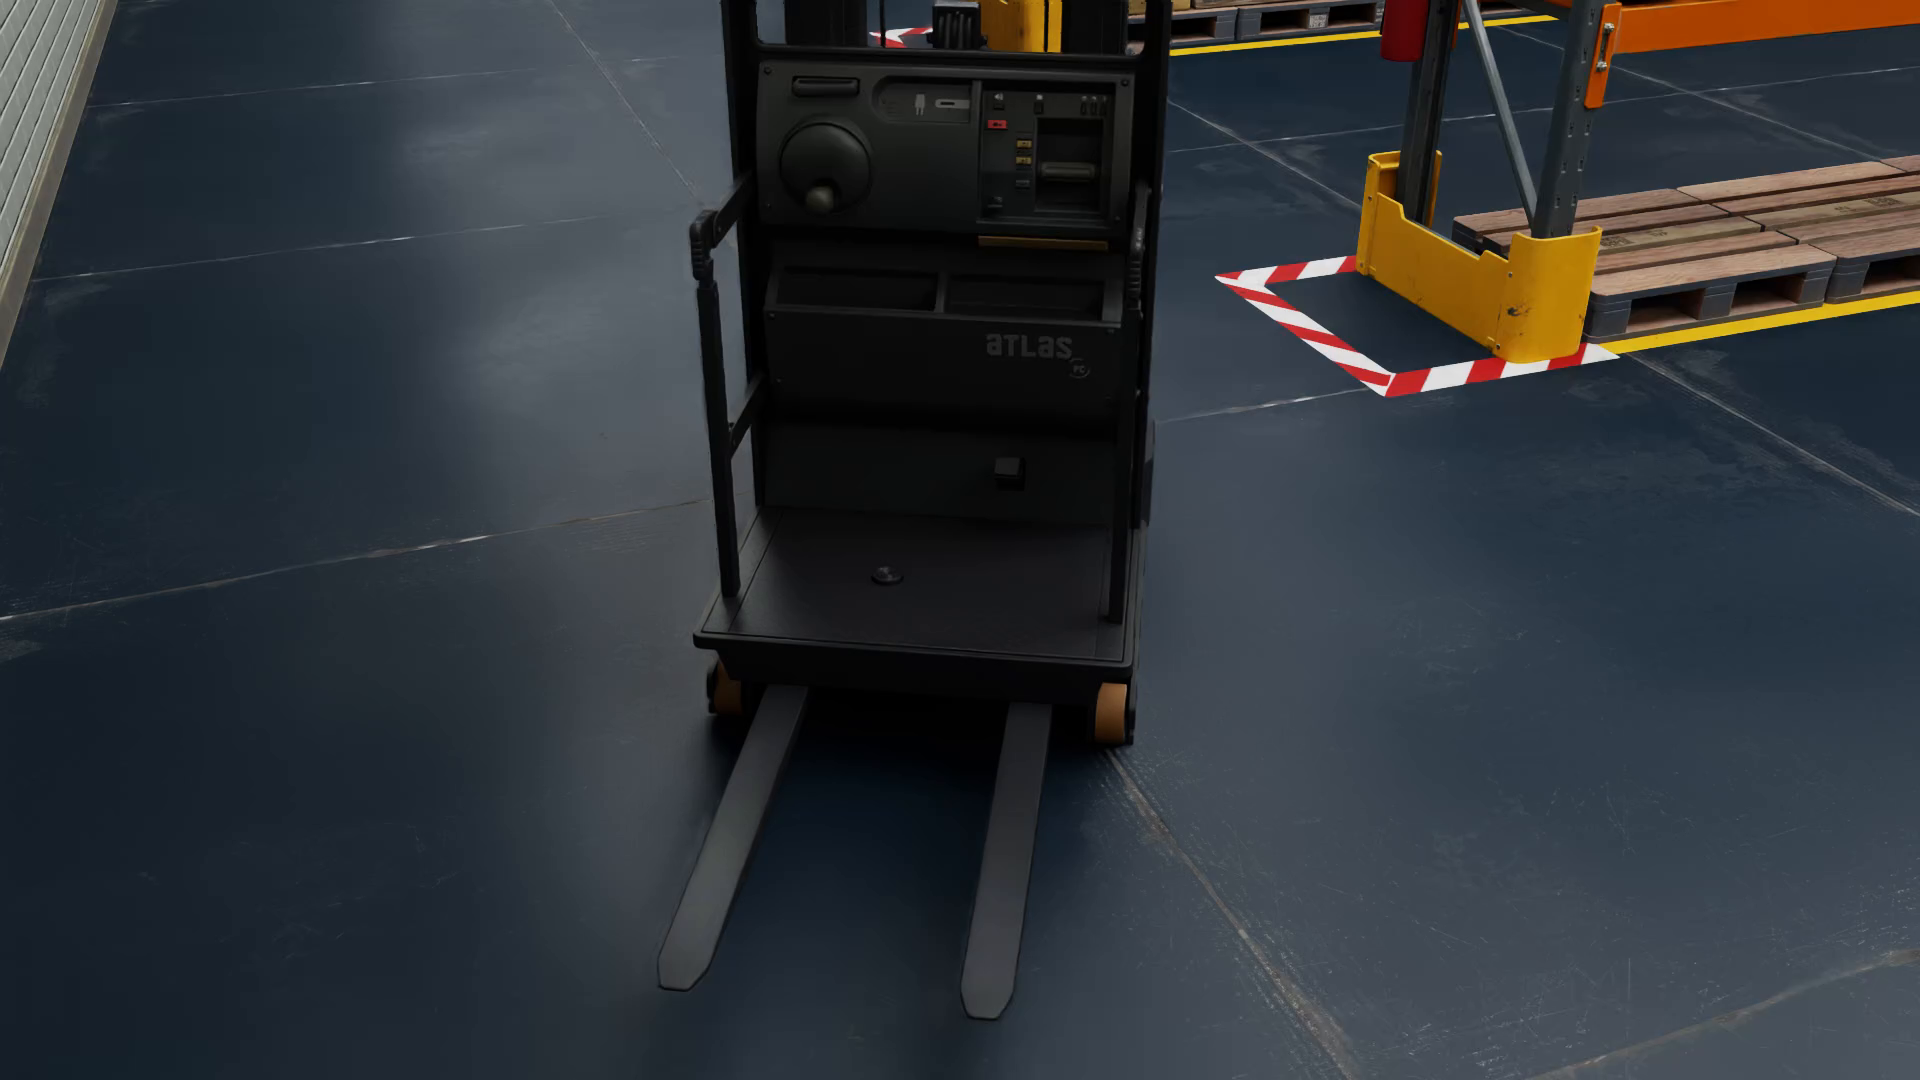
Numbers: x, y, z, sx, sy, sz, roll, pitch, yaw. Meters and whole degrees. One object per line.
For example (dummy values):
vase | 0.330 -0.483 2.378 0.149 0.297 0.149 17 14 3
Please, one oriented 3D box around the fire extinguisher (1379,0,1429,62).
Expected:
fire extinguisher | 1.811 -2.277 6.672 0.183 0.674 0.296 -10 31 -18

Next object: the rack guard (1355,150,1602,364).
rack guard | 2.093 -1.192 6.837 0.348 0.500 1.175 -10 31 -18

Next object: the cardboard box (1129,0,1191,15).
cardboard box | 0.956 -3.993 10.951 0.875 0.875 0.875 -10 31 -18

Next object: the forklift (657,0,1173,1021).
forklift | -0.067 -0.925 3.913 1.130 2.935 3.031 4 30 6

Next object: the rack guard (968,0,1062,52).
rack guard | 0.362 -3.496 10.881 0.348 0.500 1.175 -10 31 -18

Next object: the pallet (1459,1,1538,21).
pallet | 3.393 -3.970 12.005 1.213 0.211 1.003 -10 31 -18

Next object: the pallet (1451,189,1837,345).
pallet | 2.898 -1.201 7.145 1.213 0.211 1.003 -10 31 -18

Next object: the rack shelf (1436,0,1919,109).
rack shelf | 3.986 -2.321 7.020 4.000 0.370 1.077 -10 31 -18

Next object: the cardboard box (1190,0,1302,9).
cardboard box | 1.809 -4.150 11.226 0.875 0.875 0.875 -10 31 -18

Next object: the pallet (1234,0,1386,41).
pallet | 2.248 -3.758 11.632 1.213 0.211 1.003 -10 31 -18

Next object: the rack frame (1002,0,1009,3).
rack frame | 0.384 -4.586 10.270 0.127 3.000 1.000 -10 31 -18

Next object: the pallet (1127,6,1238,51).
pallet | 1.106 -3.549 11.266 1.213 0.211 1.003 -10 31 -18

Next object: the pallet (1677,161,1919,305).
pallet | 4.039 -1.410 7.511 1.213 0.211 1.003 -10 31 -18

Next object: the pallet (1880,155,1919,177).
pallet | 5.184 -1.622 7.884 1.213 0.211 1.003 -10 31 -18

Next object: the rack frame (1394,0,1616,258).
rack frame | 2.111 -2.288 6.236 0.127 3.000 1.000 -10 31 -18
